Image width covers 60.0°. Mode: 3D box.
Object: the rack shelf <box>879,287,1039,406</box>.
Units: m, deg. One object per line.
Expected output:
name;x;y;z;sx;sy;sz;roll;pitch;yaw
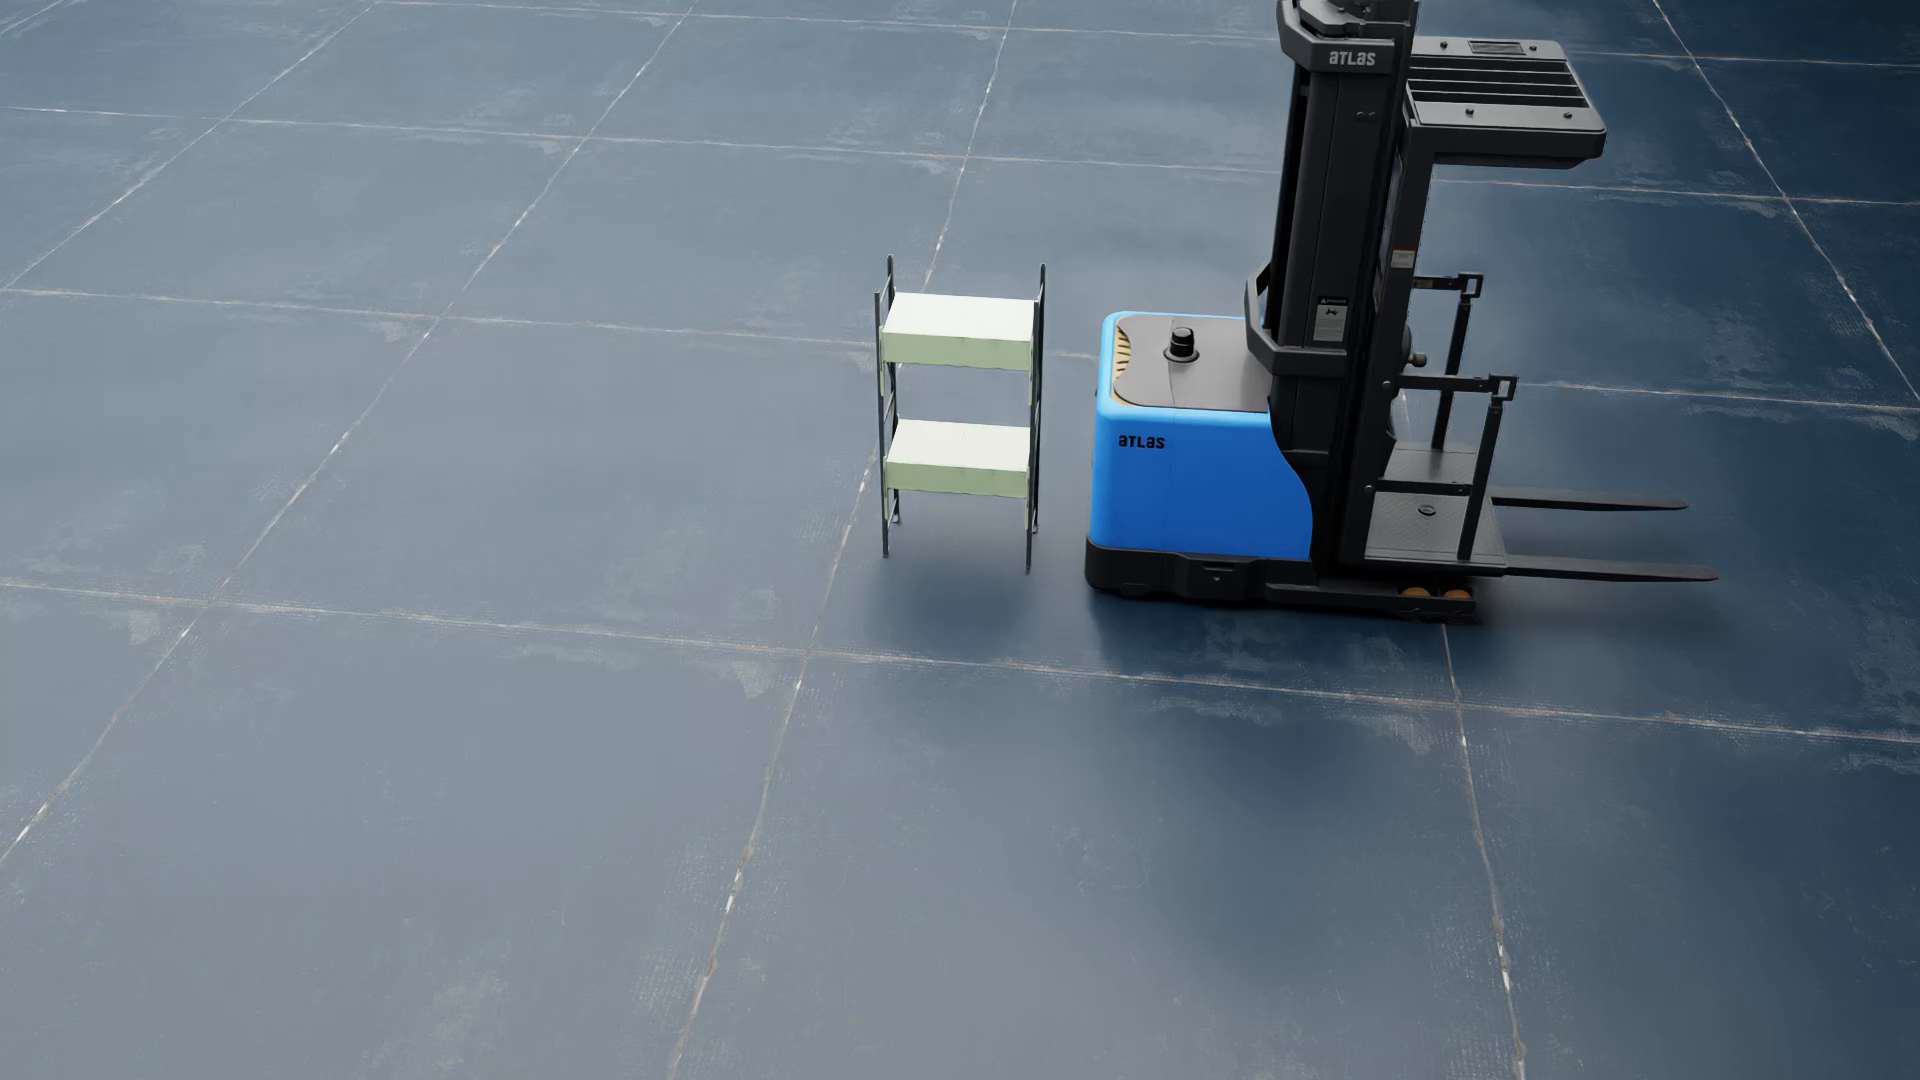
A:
rack shelf;0.007;-0.928;7.944;0.720;0.370;0.431;4;36;6

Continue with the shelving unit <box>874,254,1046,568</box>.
shelving unit;0.007;-0.610;8.171;0.755;1.500;0.431;4;36;6

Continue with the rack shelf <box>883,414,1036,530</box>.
rack shelf;0.007;-0.345;8.360;0.720;0.370;0.431;4;36;6

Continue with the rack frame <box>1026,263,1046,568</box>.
rack frame;0.370;-0.583;8.133;0.023;1.500;0.400;4;36;6

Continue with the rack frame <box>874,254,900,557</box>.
rack frame;-0.356;-0.637;8.209;0.023;1.500;0.400;4;36;6

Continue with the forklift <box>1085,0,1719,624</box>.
forklift;2.168;-1.113;7.644;3.031;2.935;1.130;4;36;5
